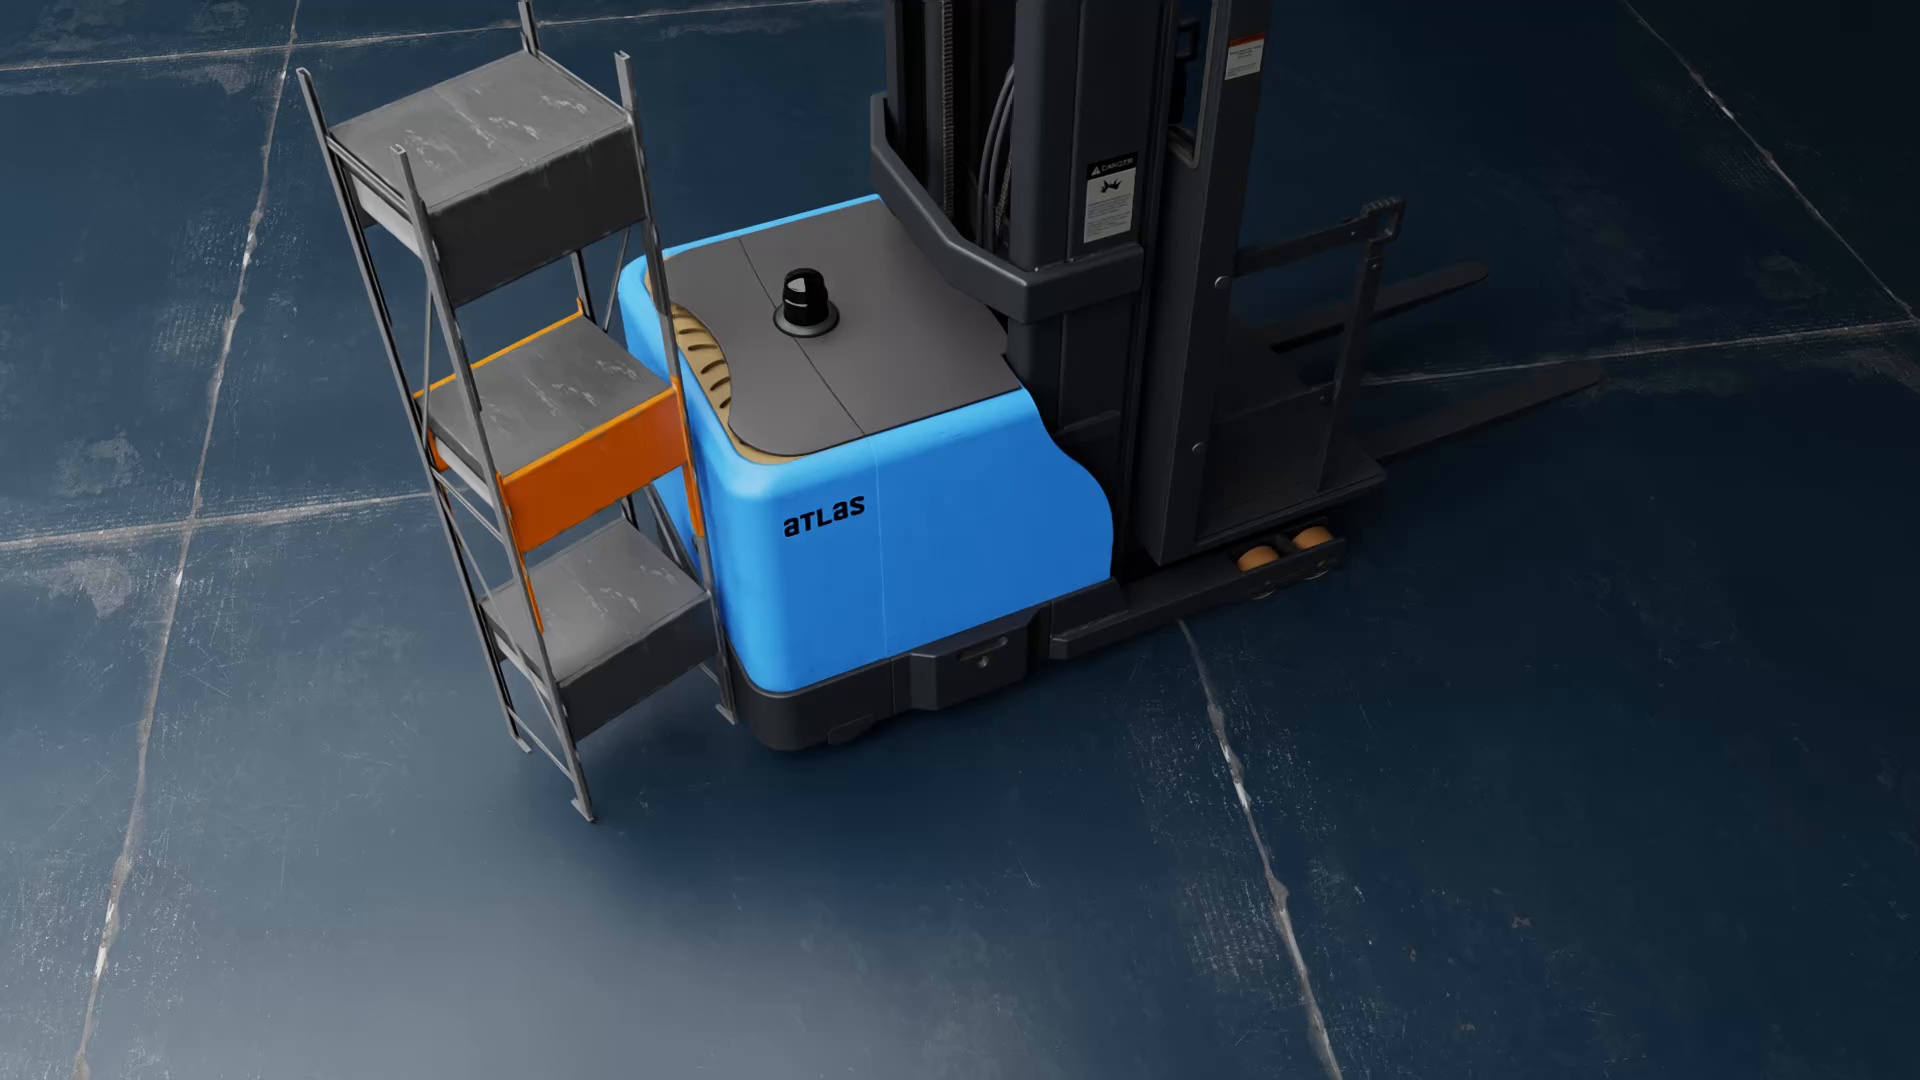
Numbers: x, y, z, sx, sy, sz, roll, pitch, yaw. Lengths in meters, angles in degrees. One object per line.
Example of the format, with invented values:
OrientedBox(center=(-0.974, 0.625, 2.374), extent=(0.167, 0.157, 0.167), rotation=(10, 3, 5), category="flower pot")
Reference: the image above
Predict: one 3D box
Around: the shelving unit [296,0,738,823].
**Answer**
OrientedBox(center=(-0.957, -0.192, 3.975), extent=(0.503, 2.100, 0.431), rotation=(-33, 54, -28), category="shelving unit")

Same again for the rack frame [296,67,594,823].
OrientedBox(center=(-1.137, -0.073, 3.861), extent=(0.015, 2.100, 0.400), rotation=(-33, 54, -28), category="rack frame")

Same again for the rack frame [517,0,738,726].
OrientedBox(center=(-0.777, -0.310, 4.089), extent=(0.015, 2.100, 0.400), rotation=(-33, 54, -28), category="rack frame")

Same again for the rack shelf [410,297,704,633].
OrientedBox(center=(-0.957, -0.182, 3.985), extent=(0.480, 0.518, 0.431), rotation=(-33, 54, -28), category="rack shelf")

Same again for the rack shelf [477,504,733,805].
OrientedBox(center=(-0.954, 0.305, 4.487), extent=(0.480, 0.518, 0.431), rotation=(-33, 54, -28), category="rack shelf")

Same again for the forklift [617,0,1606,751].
OrientedBox(center=(0.617, -1.164, 4.336), extent=(3.031, 2.935, 1.130), rotation=(-19, 49, -17), category="forklift")

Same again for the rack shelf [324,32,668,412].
OrientedBox(center=(-0.960, -0.670, 3.483), extent=(0.480, 0.518, 0.431), rotation=(-33, 54, -28), category="rack shelf")
